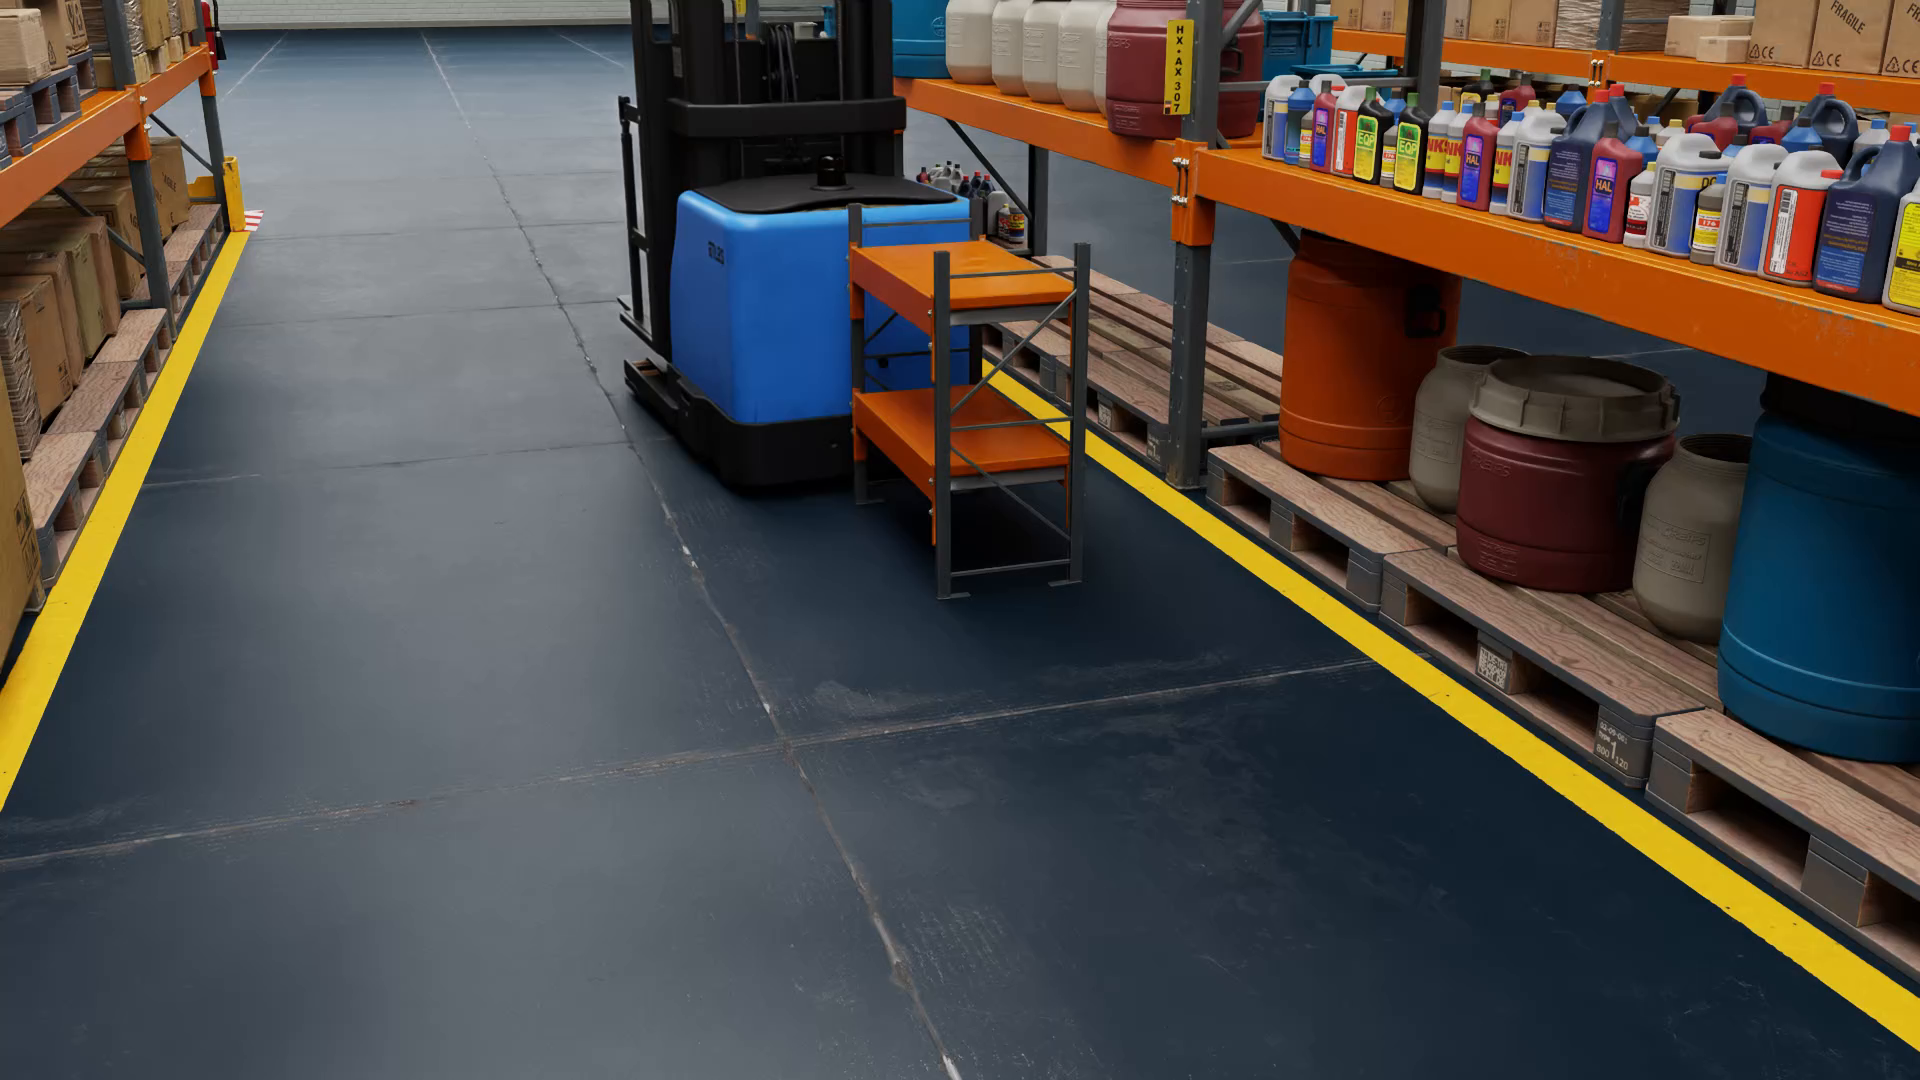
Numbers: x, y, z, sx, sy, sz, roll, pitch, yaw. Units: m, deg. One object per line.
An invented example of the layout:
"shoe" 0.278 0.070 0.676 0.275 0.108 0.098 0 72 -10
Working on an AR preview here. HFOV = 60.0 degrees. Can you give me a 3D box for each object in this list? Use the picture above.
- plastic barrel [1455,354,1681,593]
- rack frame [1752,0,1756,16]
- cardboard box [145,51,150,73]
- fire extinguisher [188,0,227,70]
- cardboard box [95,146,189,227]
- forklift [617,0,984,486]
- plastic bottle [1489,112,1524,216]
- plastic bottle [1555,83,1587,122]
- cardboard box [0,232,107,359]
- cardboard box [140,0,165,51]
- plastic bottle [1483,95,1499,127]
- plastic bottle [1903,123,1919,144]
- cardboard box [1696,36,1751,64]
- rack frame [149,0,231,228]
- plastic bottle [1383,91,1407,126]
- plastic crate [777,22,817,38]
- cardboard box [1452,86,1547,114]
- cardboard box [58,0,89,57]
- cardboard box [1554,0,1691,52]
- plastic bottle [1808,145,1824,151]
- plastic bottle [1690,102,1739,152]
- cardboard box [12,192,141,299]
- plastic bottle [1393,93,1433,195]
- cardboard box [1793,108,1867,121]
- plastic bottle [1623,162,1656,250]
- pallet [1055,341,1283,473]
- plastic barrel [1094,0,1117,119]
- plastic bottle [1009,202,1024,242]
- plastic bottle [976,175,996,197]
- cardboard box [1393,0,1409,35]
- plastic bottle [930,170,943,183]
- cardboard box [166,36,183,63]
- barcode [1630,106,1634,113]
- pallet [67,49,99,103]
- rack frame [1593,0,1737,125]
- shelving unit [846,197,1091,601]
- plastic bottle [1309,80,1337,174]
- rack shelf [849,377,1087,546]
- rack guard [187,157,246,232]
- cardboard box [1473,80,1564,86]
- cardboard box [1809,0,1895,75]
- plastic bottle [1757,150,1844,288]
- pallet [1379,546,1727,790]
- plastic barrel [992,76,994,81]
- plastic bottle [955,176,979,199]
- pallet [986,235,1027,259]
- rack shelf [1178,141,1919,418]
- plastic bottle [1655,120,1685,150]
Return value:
"plastic barrel" 1.824 -0.213 5.018 0.600 0.588 0.708 -6 21 -17
"rack frame" 8.190 -5.288 16.200 1.000 3.000 0.127 -6 21 -17
"cardboard box" -4.613 -2.567 8.997 0.380 0.149 0.250 -6 21 -17
"fire extinguisher" -5.515 -3.758 12.056 0.296 0.674 0.183 -6 21 -17
"cardboard box" -5.516 -2.340 11.069 0.500 0.500 0.500 -1 20 -3
"forklift" -0.928 -2.045 7.274 1.130 2.935 3.031 -8 21 -21
"plastic bottle" 1.502 -1.023 4.518 0.097 0.271 0.097 0 20 0
"plastic bottle" 1.984 -1.347 5.420 0.097 0.271 0.097 0 20 0
"cardboard box" -4.355 -1.101 7.592 0.700 0.500 0.500 -7 21 -18
"cardboard box" -4.866 -2.927 9.041 0.875 0.500 0.500 -6 21 -17
"plastic bottle" 1.851 -1.451 5.812 0.097 0.201 0.097 0 20 0
"plastic bottle" 2.399 -0.924 4.243 0.097 0.271 0.097 0 20 0
"cardboard box" 4.830 -3.052 10.348 0.380 0.149 0.250 -6 21 -17
"rack frame" -5.917 -3.709 11.805 1.000 3.000 0.127 -6 21 -17
"plastic bottle" 1.342 -1.252 5.155 0.097 0.271 0.097 0 20 0
"plastic crate" -1.239 -3.790 12.420 0.298 0.136 0.250 -6 21 -17
"cardboard box" 4.086 -3.180 12.670 0.500 0.500 0.500 -6 21 -17
"cardboard box" -4.543 -2.635 7.307 1.000 1.000 1.000 -6 21 -17
"cardboard box" 4.600 -3.665 11.536 0.700 0.500 0.500 -7 21 -19
"plastic bottle" 1.923 -0.757 3.777 0.097 0.271 0.097 0 20 0
"plastic bottle" 2.112 -1.087 4.678 0.061 0.283 0.133 -6 21 -17
"cardboard box" -4.747 -1.579 8.952 0.500 0.500 0.500 -7 21 -19
"plastic bottle" 1.345 -1.169 4.907 0.061 0.283 0.133 -6 21 -17
"cardboard box" 8.322 -3.998 15.936 0.500 0.311 0.500 -9 22 -23
"plastic bottle" 1.675 -0.814 4.038 0.097 0.201 0.097 0 20 0
"pallet" 1.093 -0.608 7.297 1.003 0.211 1.213 -6 21 -17
"plastic barrel" 0.773 -2.028 6.959 0.421 0.512 0.421 0 20 0
"plastic bottle" 0.358 -2.023 10.497 0.097 0.271 0.097 0 20 0
"plastic bottle" 0.183 -2.215 10.913 0.144 0.351 0.185 -6 21 -16
"cardboard box" 3.943 -4.328 13.381 0.700 0.500 0.500 -6 21 -17
"plastic bottle" -0.125 -2.489 11.787 0.152 0.276 0.135 -7 21 -19
"cardboard box" -5.060 -3.051 10.344 0.380 0.149 0.250 -6 21 -17
"barcode" 4.431 -2.833 10.993 0.001 0.075 0.075 -6 21 -17
"pallet" -4.557 -2.074 7.537 1.003 0.211 1.213 -6 21 -17
"rack frame" 4.746 -3.476 11.158 1.000 3.000 0.127 -6 21 -17
"shelving unit" 0.002 -0.527 5.720 0.538 1.125 1.048 -6 21 -17
"plastic bottle" 1.189 -1.329 5.353 0.061 0.283 0.133 -6 21 -17
"rack shelf" 0.002 -0.297 5.803 0.538 0.278 1.000 -6 21 -17
"rack guard" -5.893 -2.508 12.159 1.175 0.500 0.348 -6 21 -17
"cardboard box" 4.424 -3.396 13.271 0.500 0.500 0.500 -6 21 -17
"cardboard box" 5.295 -2.946 9.532 0.500 0.500 0.500 -6 21 -17
"plastic bottle" 1.853 -0.697 3.603 0.152 0.276 0.135 -6 21 -17
"pallet" 1.967 0.284 4.813 1.003 0.211 1.213 -6 21 -17
"plastic barrel" 0.313 -2.445 8.491 0.301 0.262 0.301 0 20 0
"plastic bottle" 0.046 -2.200 10.871 0.144 0.351 0.185 -6 21 -17
"pallet" -0.129 -1.859 10.780 1.003 0.211 1.213 -6 21 -17
"rack shelf" 1.928 -0.687 4.457 1.077 0.370 4.000 -6 21 -17
"plastic bottle" 2.137 -1.158 4.997 0.097 0.201 0.097 0 20 0
